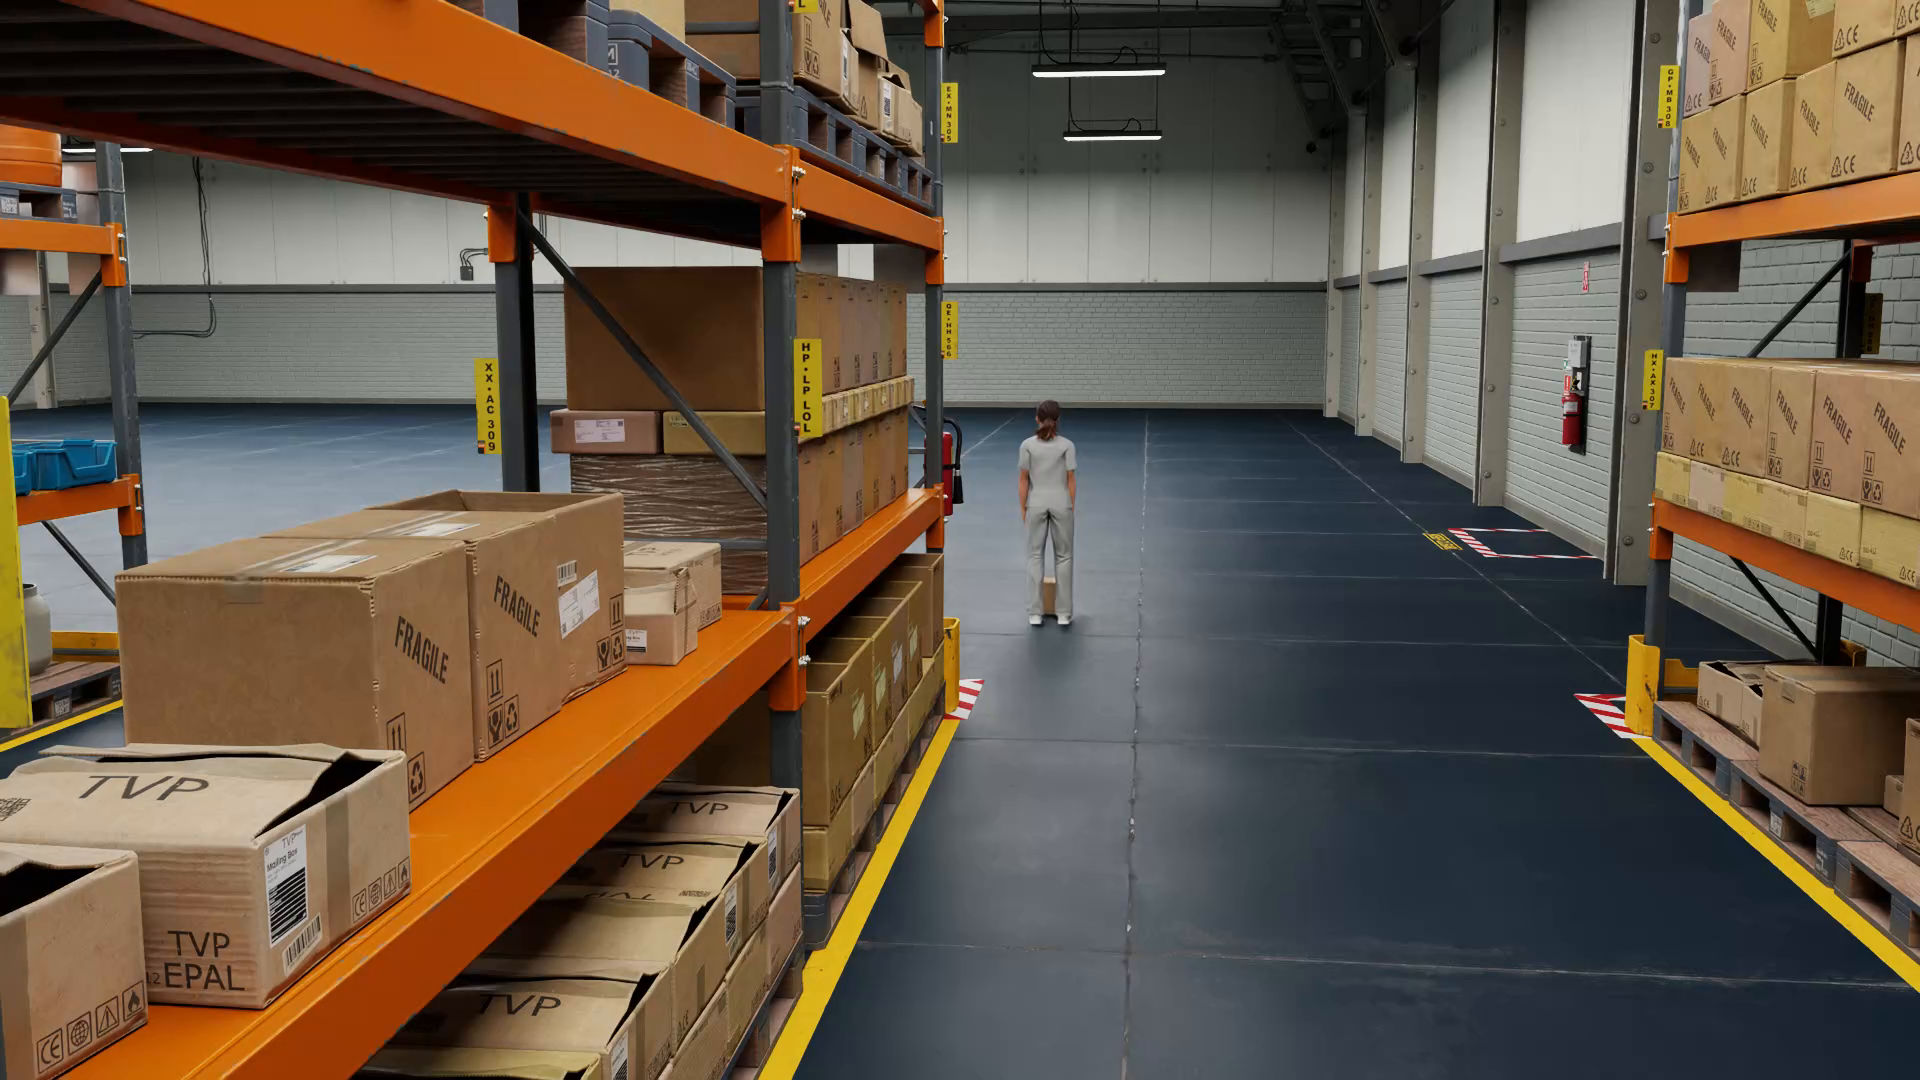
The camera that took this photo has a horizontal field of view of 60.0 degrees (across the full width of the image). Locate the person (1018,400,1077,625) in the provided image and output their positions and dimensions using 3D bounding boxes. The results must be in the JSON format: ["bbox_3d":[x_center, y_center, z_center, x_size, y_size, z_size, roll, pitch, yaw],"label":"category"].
[{"bbox_3d":[0.648,-0.205,12.348,0.439,1.672,0.365,1,8,7],"label":"person"}]
